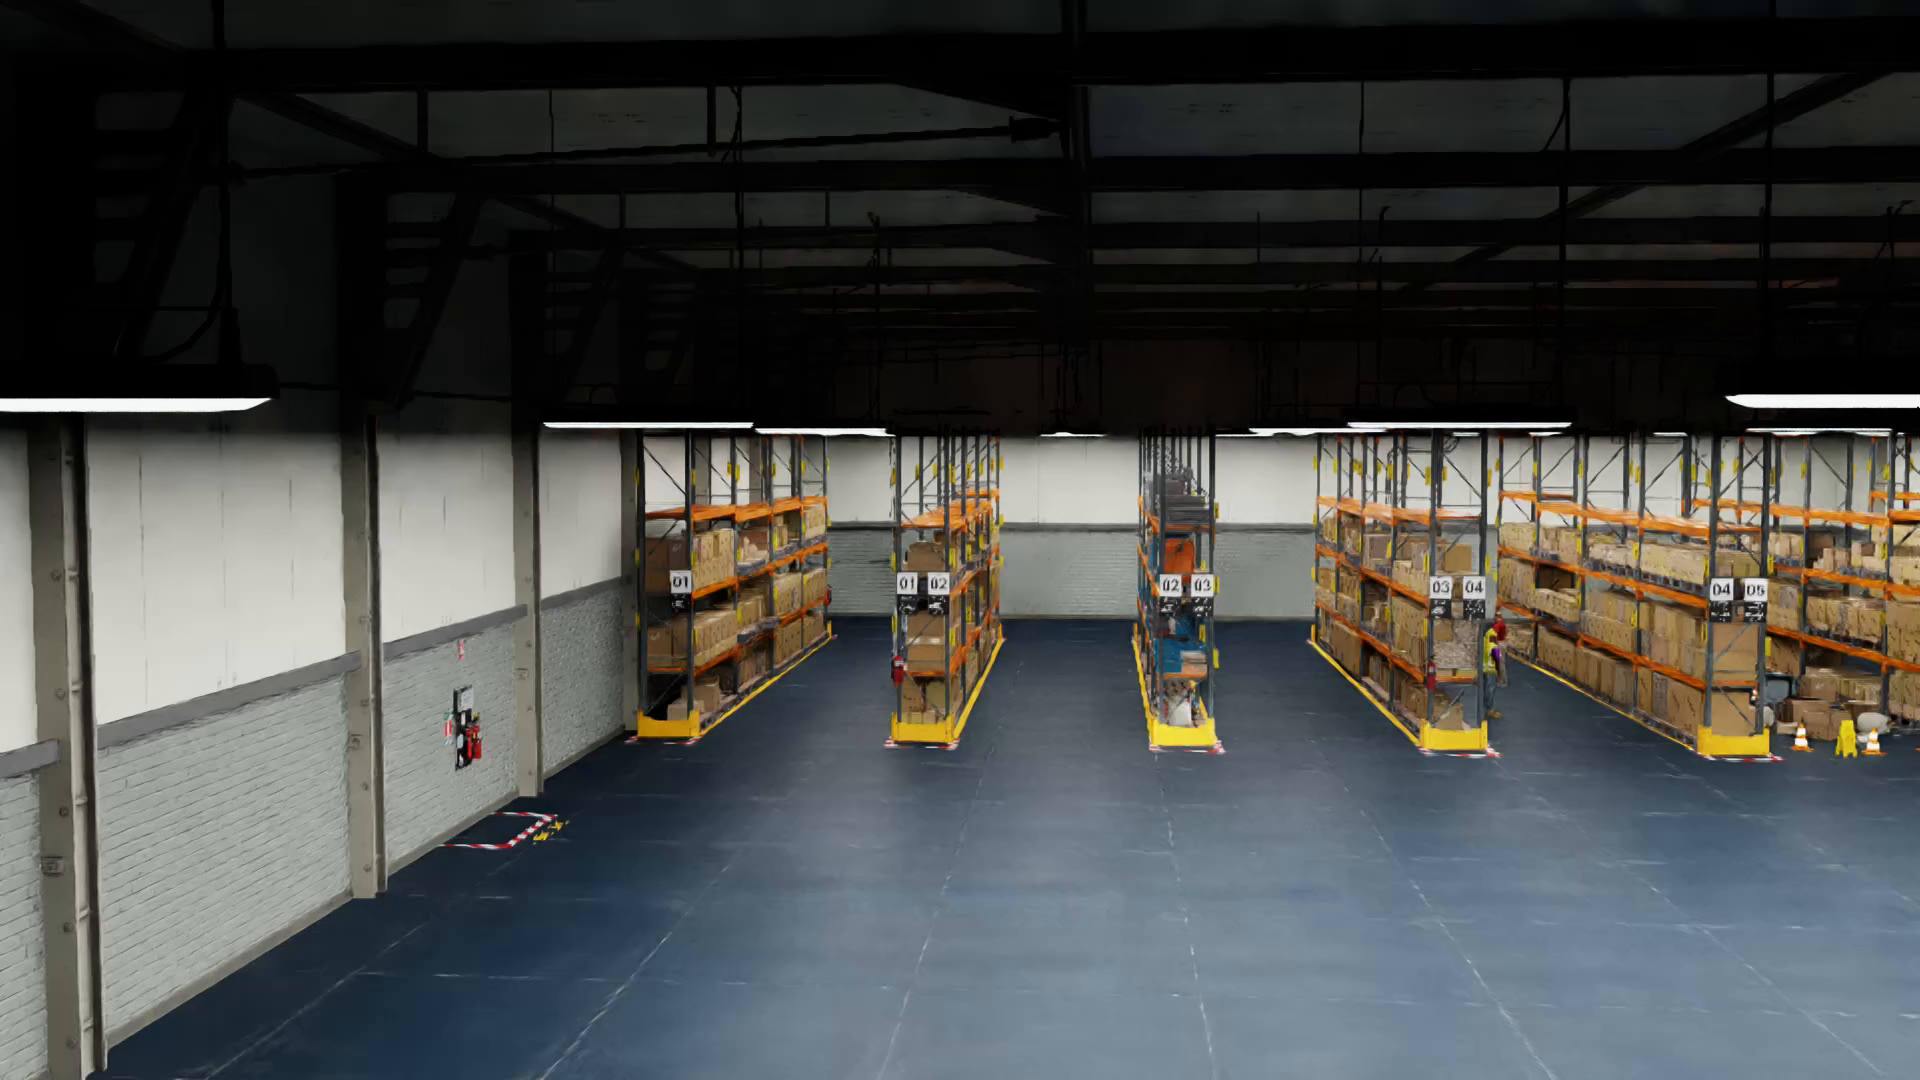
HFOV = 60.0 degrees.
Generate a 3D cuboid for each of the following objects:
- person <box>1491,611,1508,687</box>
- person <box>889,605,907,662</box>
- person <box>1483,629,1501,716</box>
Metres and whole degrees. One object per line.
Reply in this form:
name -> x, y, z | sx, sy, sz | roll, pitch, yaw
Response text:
person -> 12.431, 2.502, 38.522 | 0.579, 1.721, 0.636 | 2, 4, 32
person -> -1.473, 2.249, 42.670 | 0.555, 1.721, 1.024 | 1, 4, 14
person -> 11.010, 2.724, 34.426 | 0.464, 1.772, 0.645 | -1, 4, -18
